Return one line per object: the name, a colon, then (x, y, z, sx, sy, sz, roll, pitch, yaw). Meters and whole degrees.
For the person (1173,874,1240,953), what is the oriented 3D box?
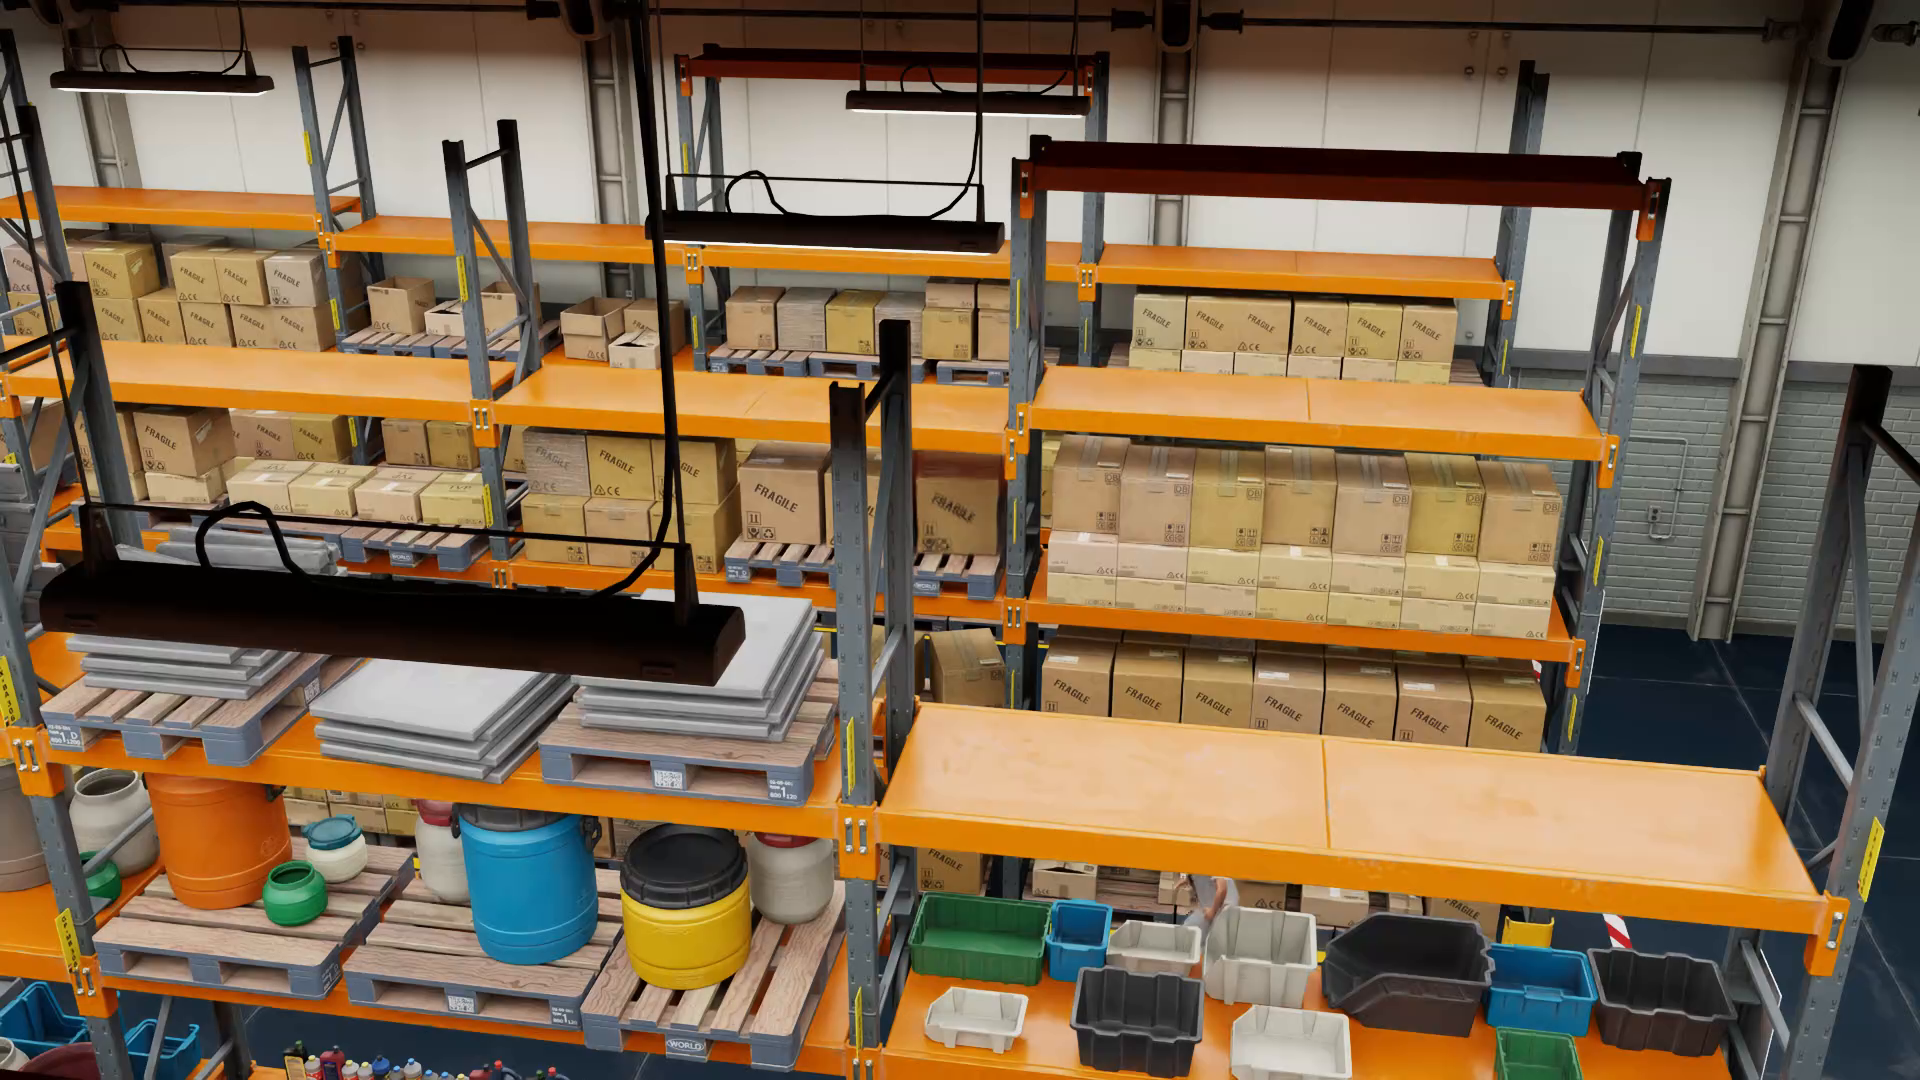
person: (1.841, 2.609, 11.789, 0.702, 1.572, 0.600, 8, 24, 17)
